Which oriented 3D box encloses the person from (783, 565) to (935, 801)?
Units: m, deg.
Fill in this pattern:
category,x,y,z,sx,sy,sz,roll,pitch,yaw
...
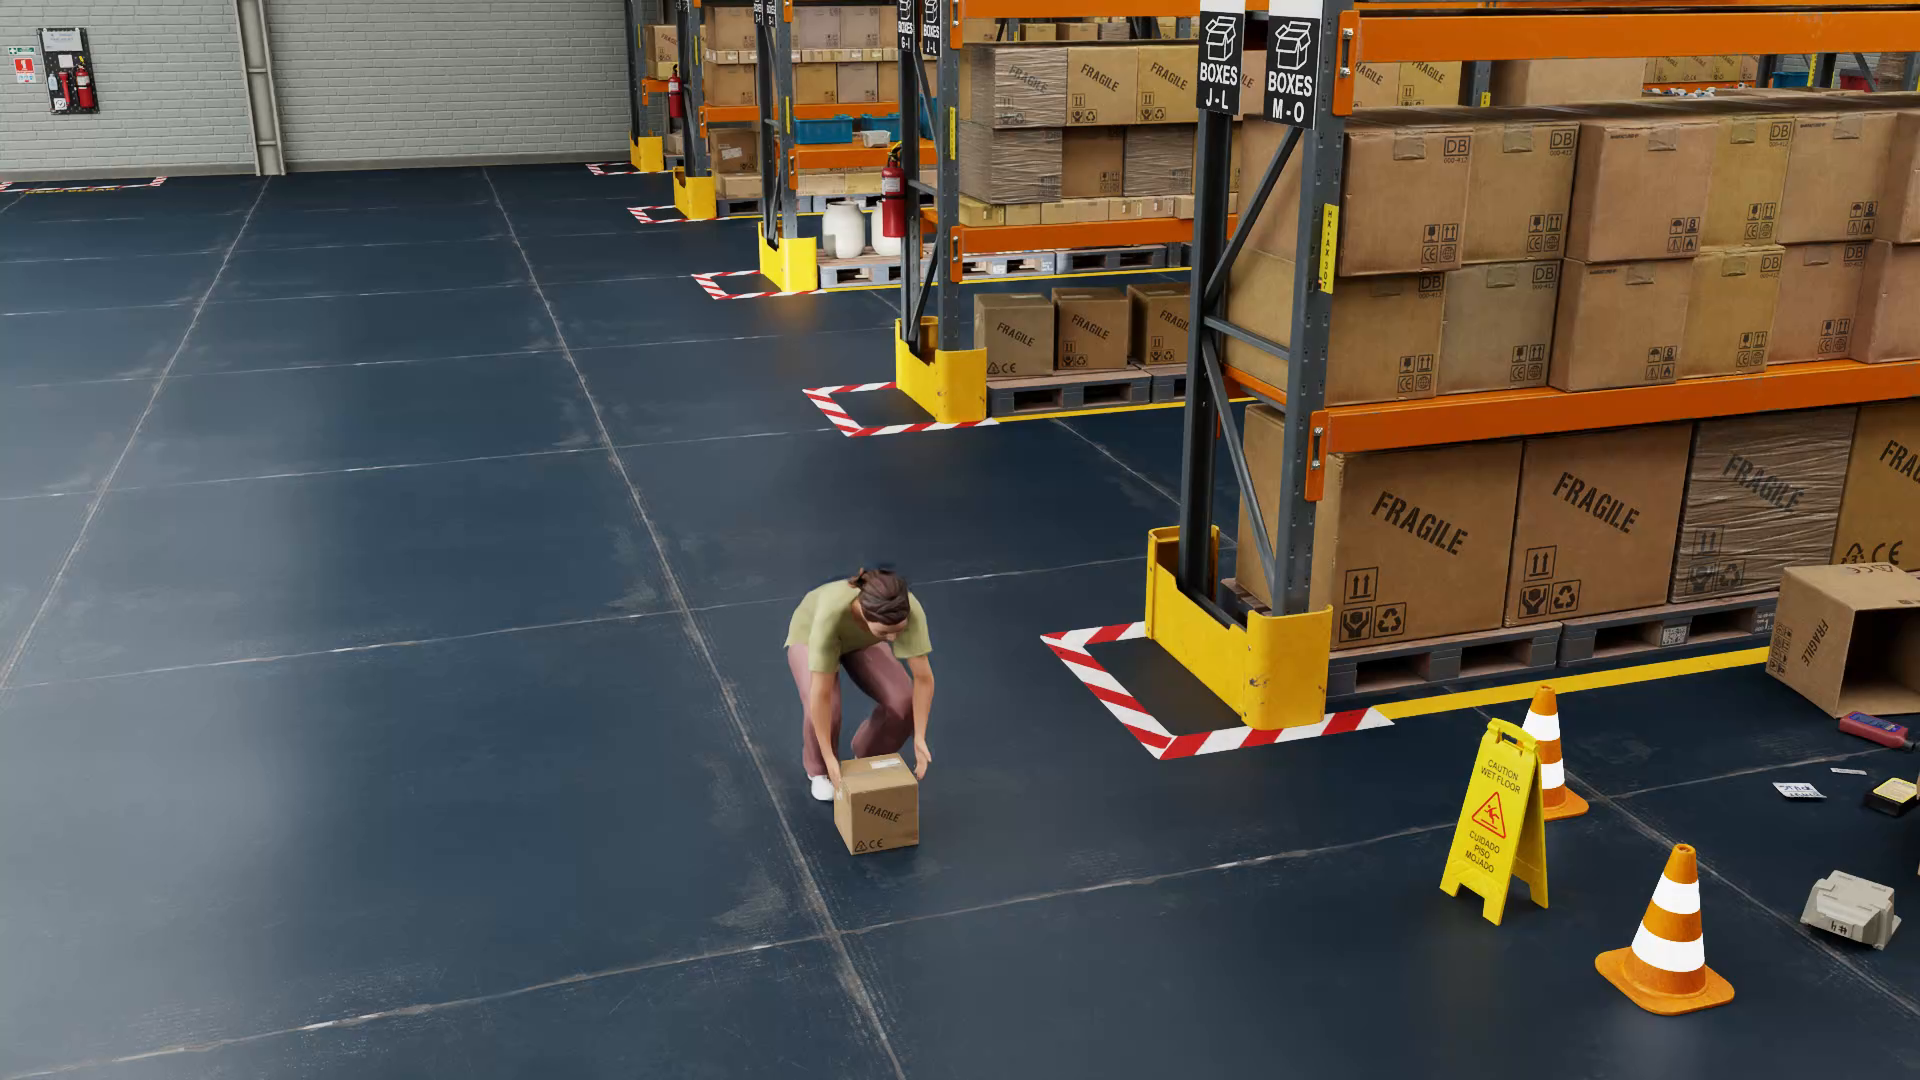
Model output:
category,x,y,z,sx,sy,sz,roll,pitch,yaw
person,-0.375,0.497,6.217,0.487,0.974,0.787,-6,20,-17
